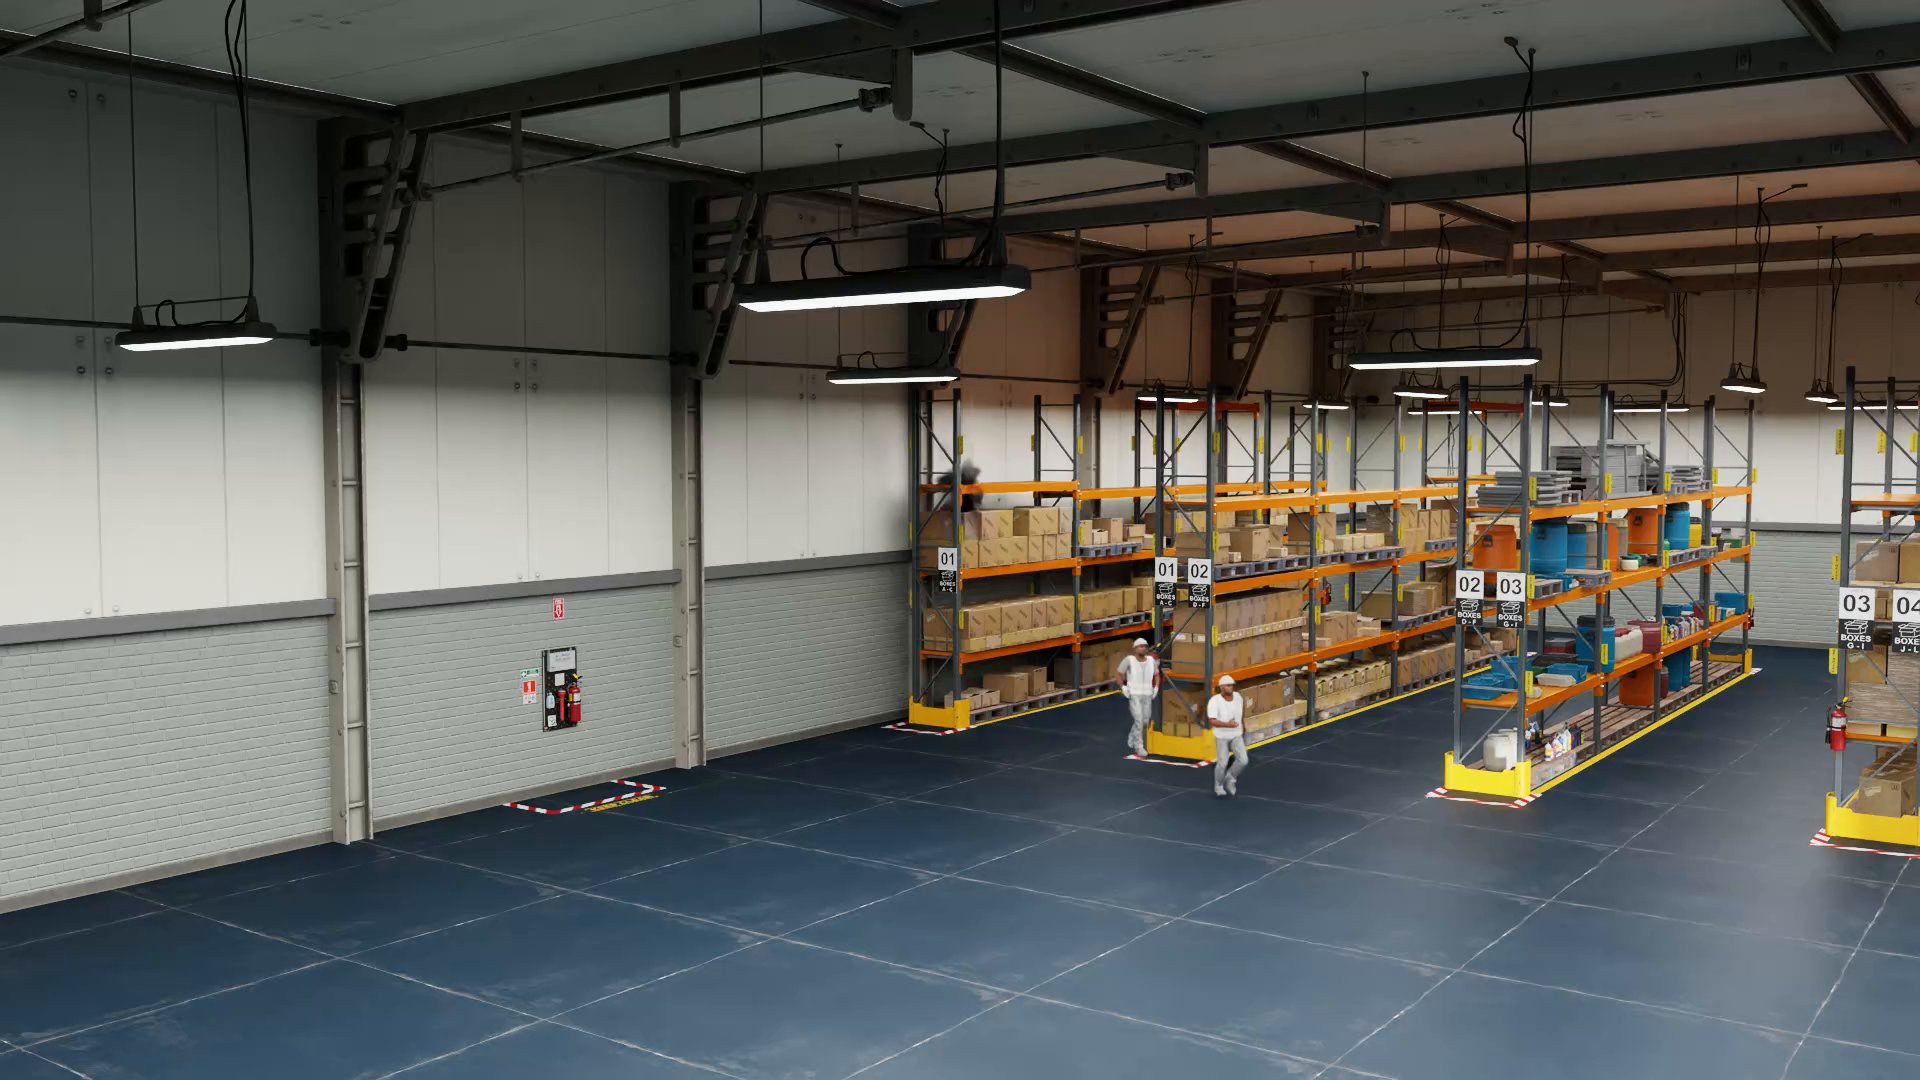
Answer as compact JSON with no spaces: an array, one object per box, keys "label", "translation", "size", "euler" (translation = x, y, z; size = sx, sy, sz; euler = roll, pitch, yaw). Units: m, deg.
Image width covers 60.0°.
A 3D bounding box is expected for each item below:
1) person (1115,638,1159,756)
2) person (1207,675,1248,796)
[{"label":"person","translation":[2.767,2.395,25.629],"size":[0.708,1.770,0.711],"euler":[-1,3,-19]},{"label":"person","translation":[3.833,2.778,23.521],"size":[0.698,1.739,0.674],"euler":[-1,3,-20]}]
